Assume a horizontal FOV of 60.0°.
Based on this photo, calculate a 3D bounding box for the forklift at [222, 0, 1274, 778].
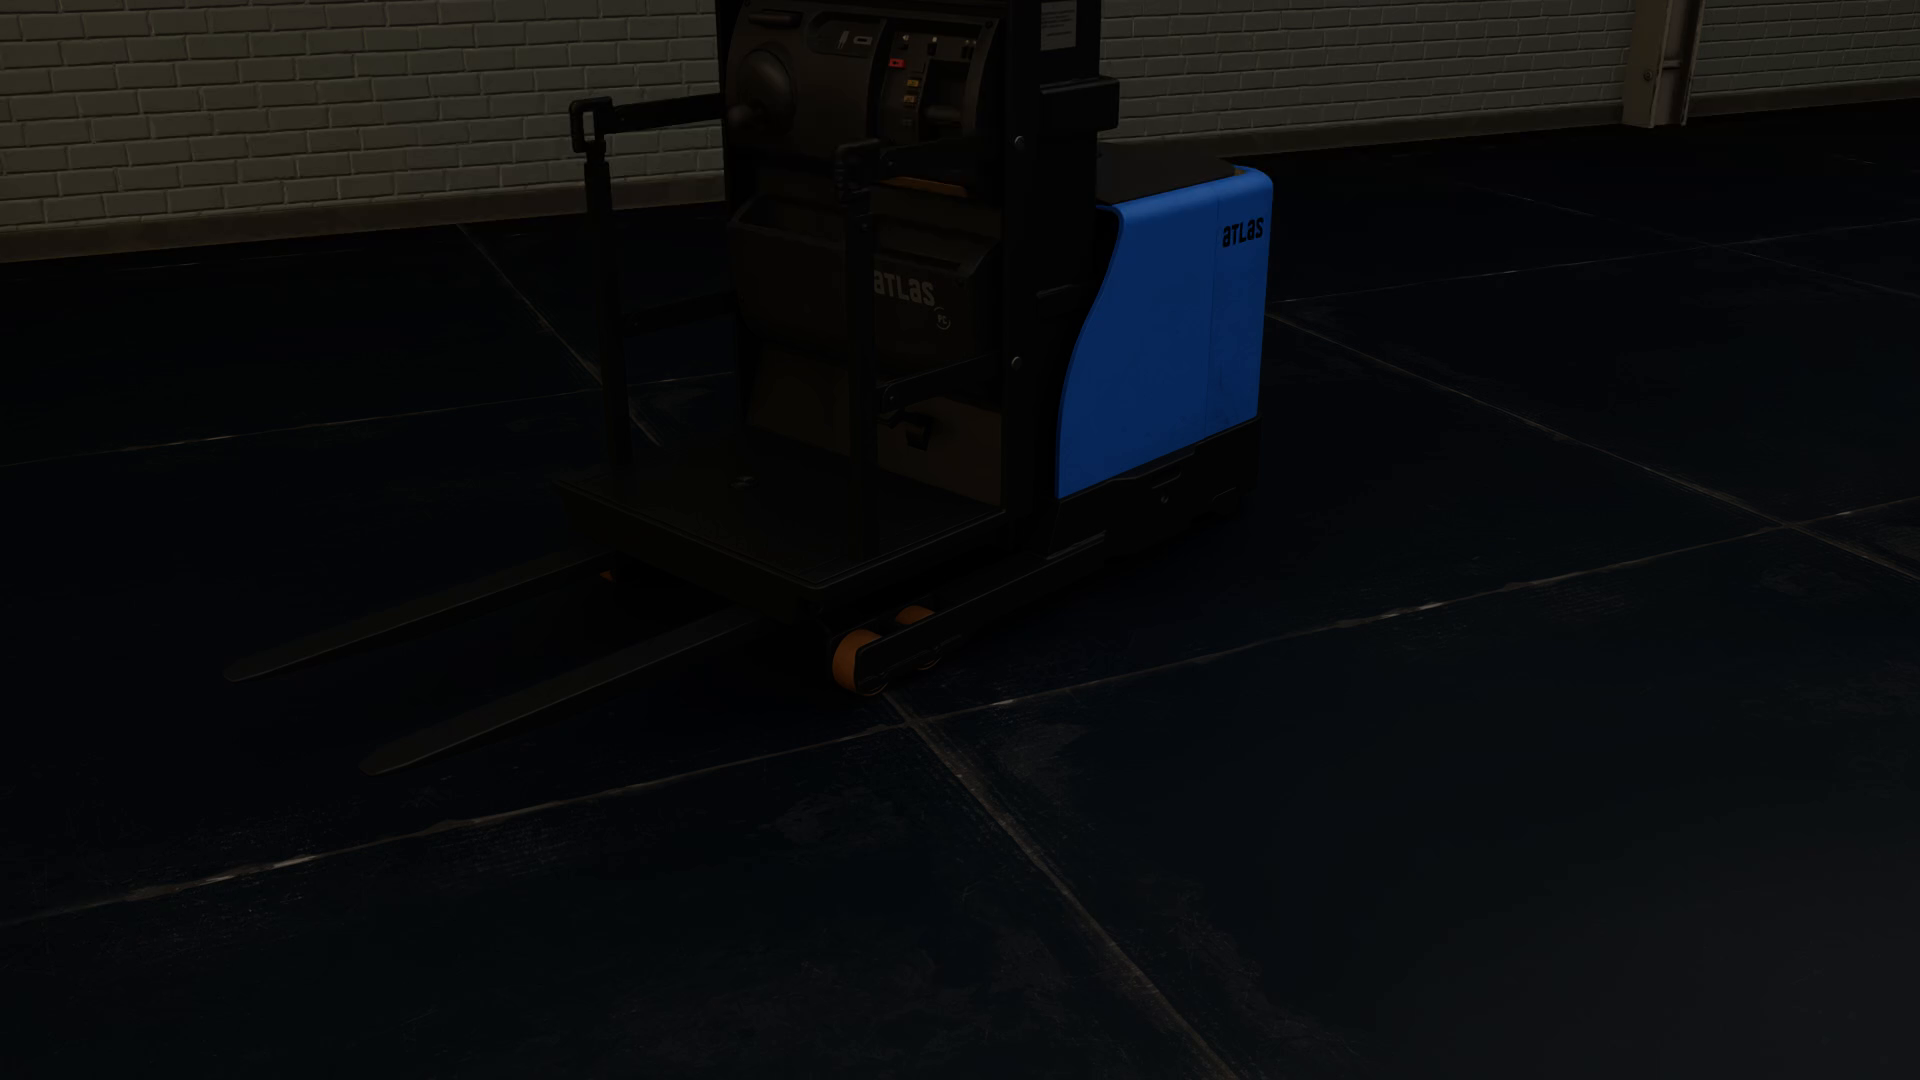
[{"bbox_3d":[-0.413,-1.182,4.131,1.130,2.935,3.031,19,29,39],"label":"forklift"}]
